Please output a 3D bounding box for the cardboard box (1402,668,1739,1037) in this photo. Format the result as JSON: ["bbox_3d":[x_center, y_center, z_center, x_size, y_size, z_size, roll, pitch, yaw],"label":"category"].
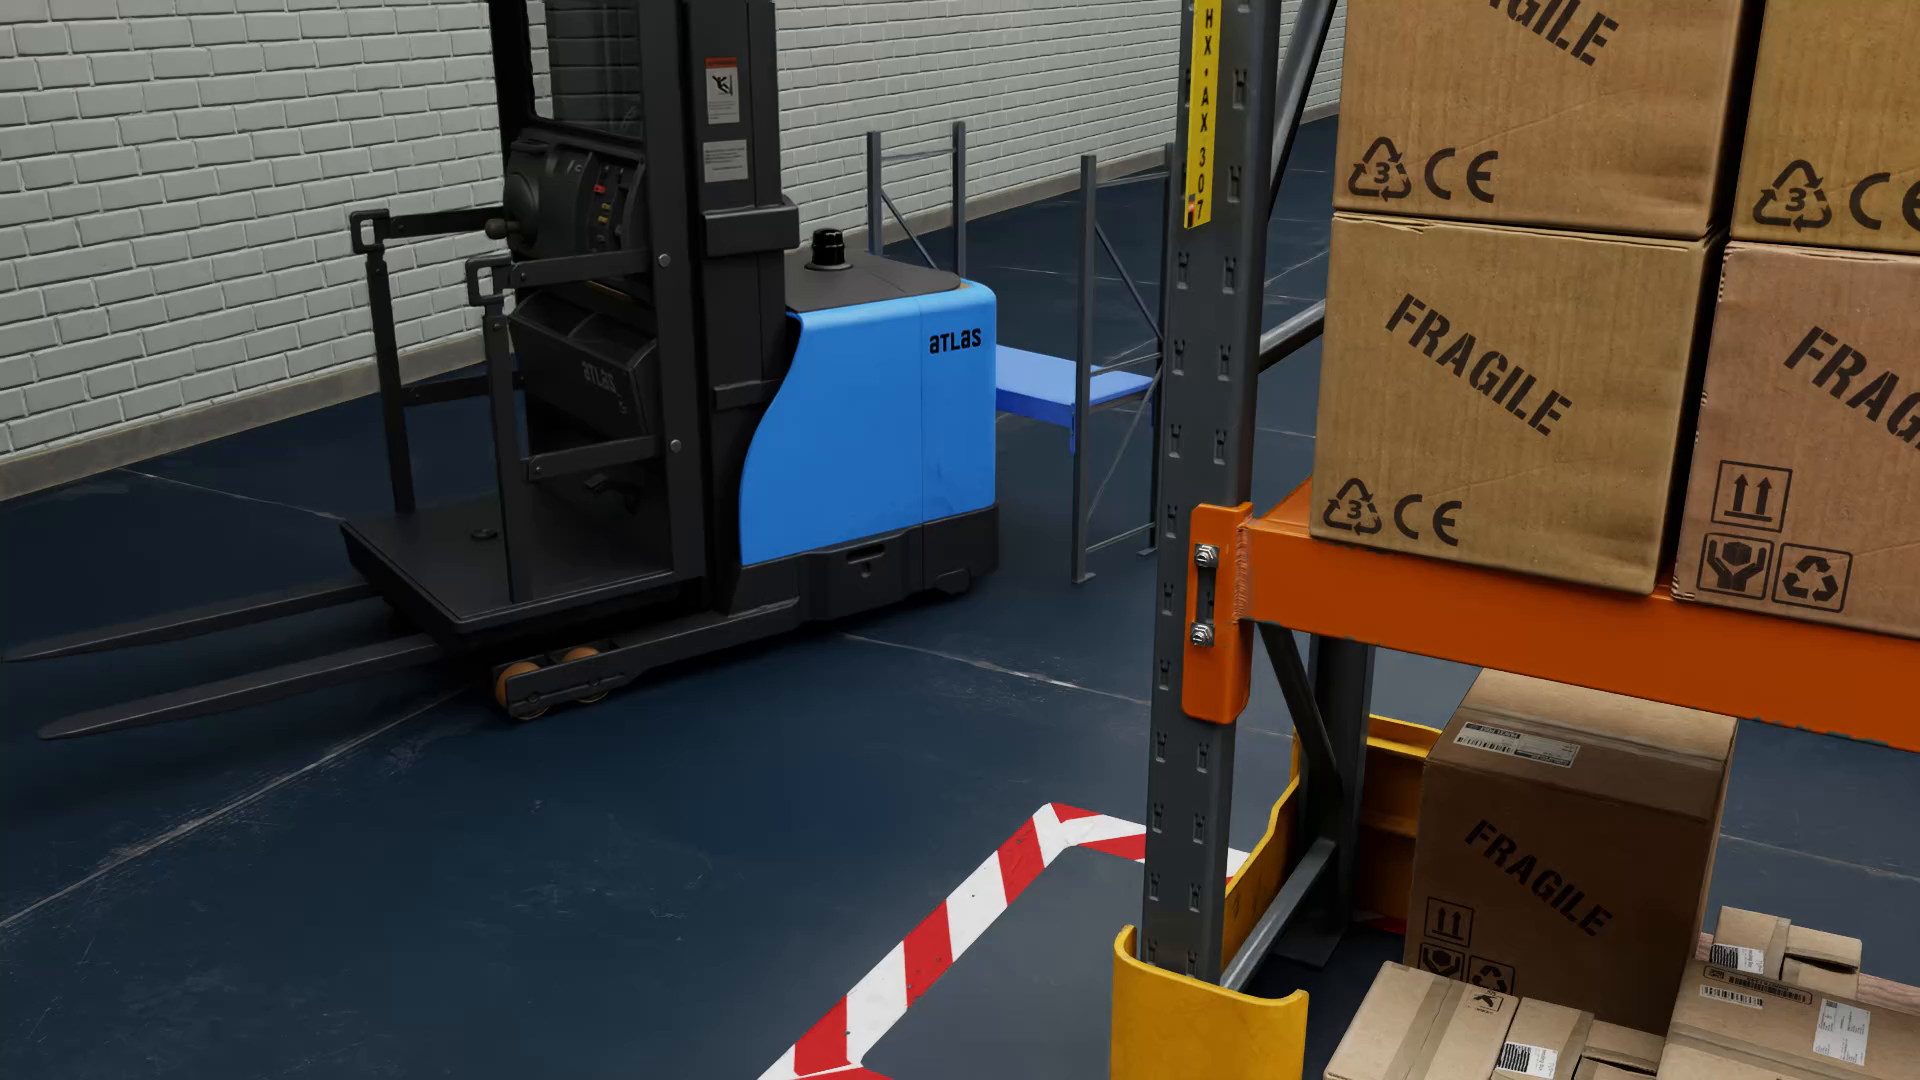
[{"bbox_3d":[1.212,0.611,3.301,0.500,0.500,0.500,11,23,27],"label":"cardboard box"}]

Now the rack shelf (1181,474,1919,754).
[{"bbox_3d":[2.363,0.297,2.203,4.000,0.370,1.077,11,23,27],"label":"rack shelf"}]

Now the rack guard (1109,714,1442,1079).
[{"bbox_3d":[0.683,0.814,3.388,0.348,0.500,1.175,11,23,27],"label":"rack guard"}]

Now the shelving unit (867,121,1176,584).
[{"bbox_3d":[0.209,-0.732,6.183,1.048,1.500,0.538,18,27,40],"label":"shelving unit"}]

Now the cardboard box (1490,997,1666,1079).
[{"bbox_3d":[1.033,0.965,2.817,0.250,0.166,0.380,11,23,27],"label":"cardboard box"}]

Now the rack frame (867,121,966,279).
[{"bbox_3d":[-0.161,-0.851,6.511,0.032,1.500,0.500,18,27,40],"label":"rack frame"}]

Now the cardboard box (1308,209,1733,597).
[{"bbox_3d":[0.876,-0.269,2.560,0.500,0.500,0.500,11,23,28],"label":"cardboard box"}]

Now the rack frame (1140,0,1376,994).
[{"bbox_3d":[0.617,-0.374,2.997,0.127,3.000,1.000,11,23,27],"label":"rack frame"}]

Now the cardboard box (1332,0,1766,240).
[{"bbox_3d":[0.876,-0.739,2.390,0.500,0.500,0.500,12,23,29],"label":"cardboard box"}]

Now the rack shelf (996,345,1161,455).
[{"bbox_3d":[0.209,-0.563,6.244,1.000,0.185,0.538,18,27,40],"label":"rack shelf"}]

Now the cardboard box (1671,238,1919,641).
[{"bbox_3d":[1.329,-0.184,2.328,0.500,0.500,0.500,11,22,27],"label":"cardboard box"}]

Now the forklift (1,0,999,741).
[{"bbox_3d":[-1.351,-1.051,4.966,3.031,2.935,1.130,-14,24,-34],"label":"forklift"}]

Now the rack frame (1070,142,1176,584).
[{"bbox_3d":[0.578,-0.613,5.854,0.032,1.500,0.500,18,27,40],"label":"rack frame"}]

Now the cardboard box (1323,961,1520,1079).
[{"bbox_3d":[0.815,0.931,2.934,0.250,0.149,0.380,11,23,27],"label":"cardboard box"}]

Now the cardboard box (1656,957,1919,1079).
[{"bbox_3d":[1.390,0.970,2.680,0.500,0.250,0.500,11,23,27],"label":"cardboard box"}]

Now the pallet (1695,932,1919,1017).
[{"bbox_3d":[1.380,1.082,3.073,1.213,0.211,1.003,11,23,27],"label":"pallet"}]

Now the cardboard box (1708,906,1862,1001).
[{"bbox_3d":[1.521,0.862,3.099,0.250,0.166,0.380,11,23,27],"label":"cardboard box"}]

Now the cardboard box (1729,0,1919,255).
[{"bbox_3d":[1.336,-0.654,2.156,0.500,0.500,0.500,11,23,28],"label":"cardboard box"}]

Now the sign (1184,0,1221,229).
[{"bbox_3d":[0.352,-0.619,2.404,0.005,0.325,0.100,11,23,27],"label":"sign"}]
